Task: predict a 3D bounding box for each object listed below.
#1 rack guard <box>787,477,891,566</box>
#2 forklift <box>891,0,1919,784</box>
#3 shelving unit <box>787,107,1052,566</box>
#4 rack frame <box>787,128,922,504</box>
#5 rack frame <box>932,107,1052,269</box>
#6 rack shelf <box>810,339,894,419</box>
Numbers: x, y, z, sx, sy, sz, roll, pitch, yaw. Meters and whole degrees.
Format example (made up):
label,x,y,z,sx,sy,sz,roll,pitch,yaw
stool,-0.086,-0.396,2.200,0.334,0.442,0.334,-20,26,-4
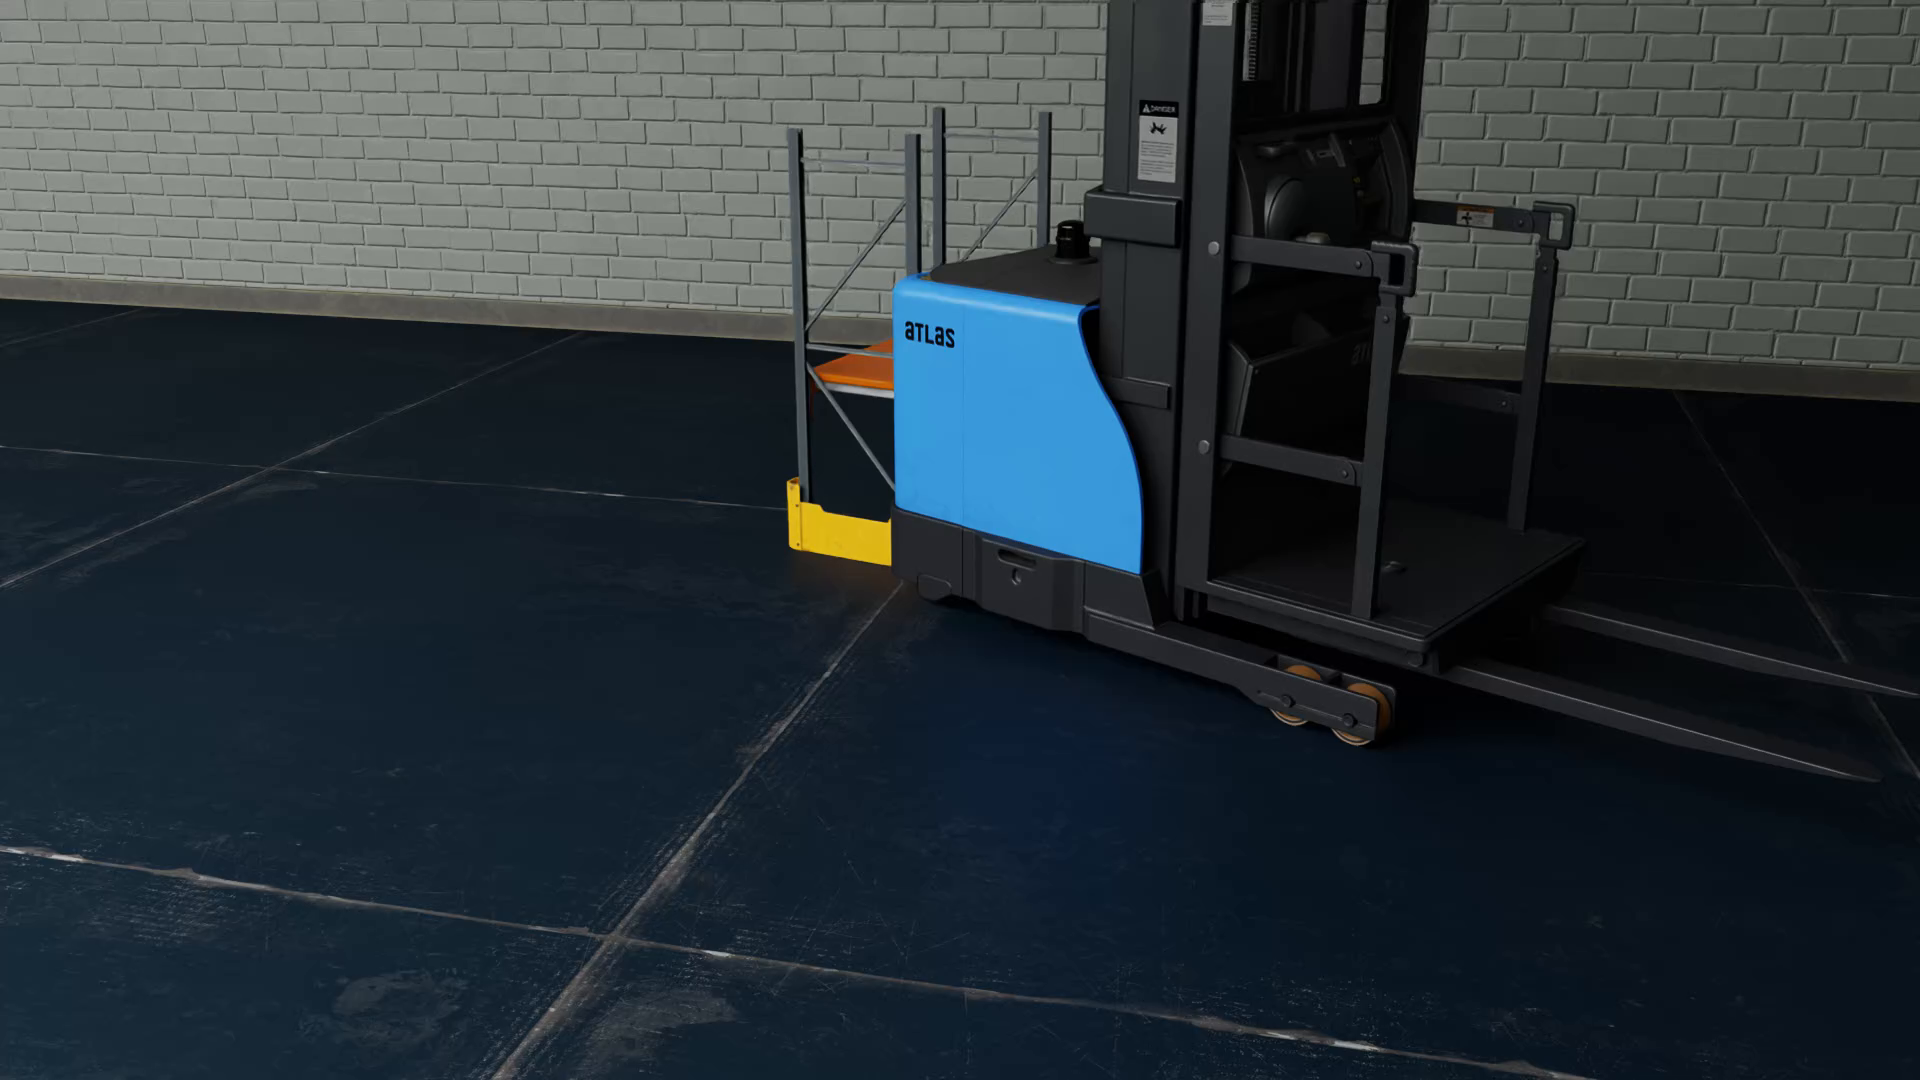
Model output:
label,x,y,z,sx,sy,sz,roll,pitch,yaw
rack guard,-0.356,-0.058,5.972,0.587,0.250,0.087,10,21,26
forklift,1.209,-1.017,4.631,3.031,2.935,1.130,16,24,38
shelving unit,-0.122,-0.792,6.186,0.587,1.500,1.083,10,21,26
rack frame,-0.356,-0.649,5.769,0.500,1.500,0.032,10,21,26
rack frame,0.120,-0.940,6.618,0.500,1.500,0.032,10,21,26
rack shelf,-0.118,-0.624,6.252,0.538,0.185,1.000,10,21,26
